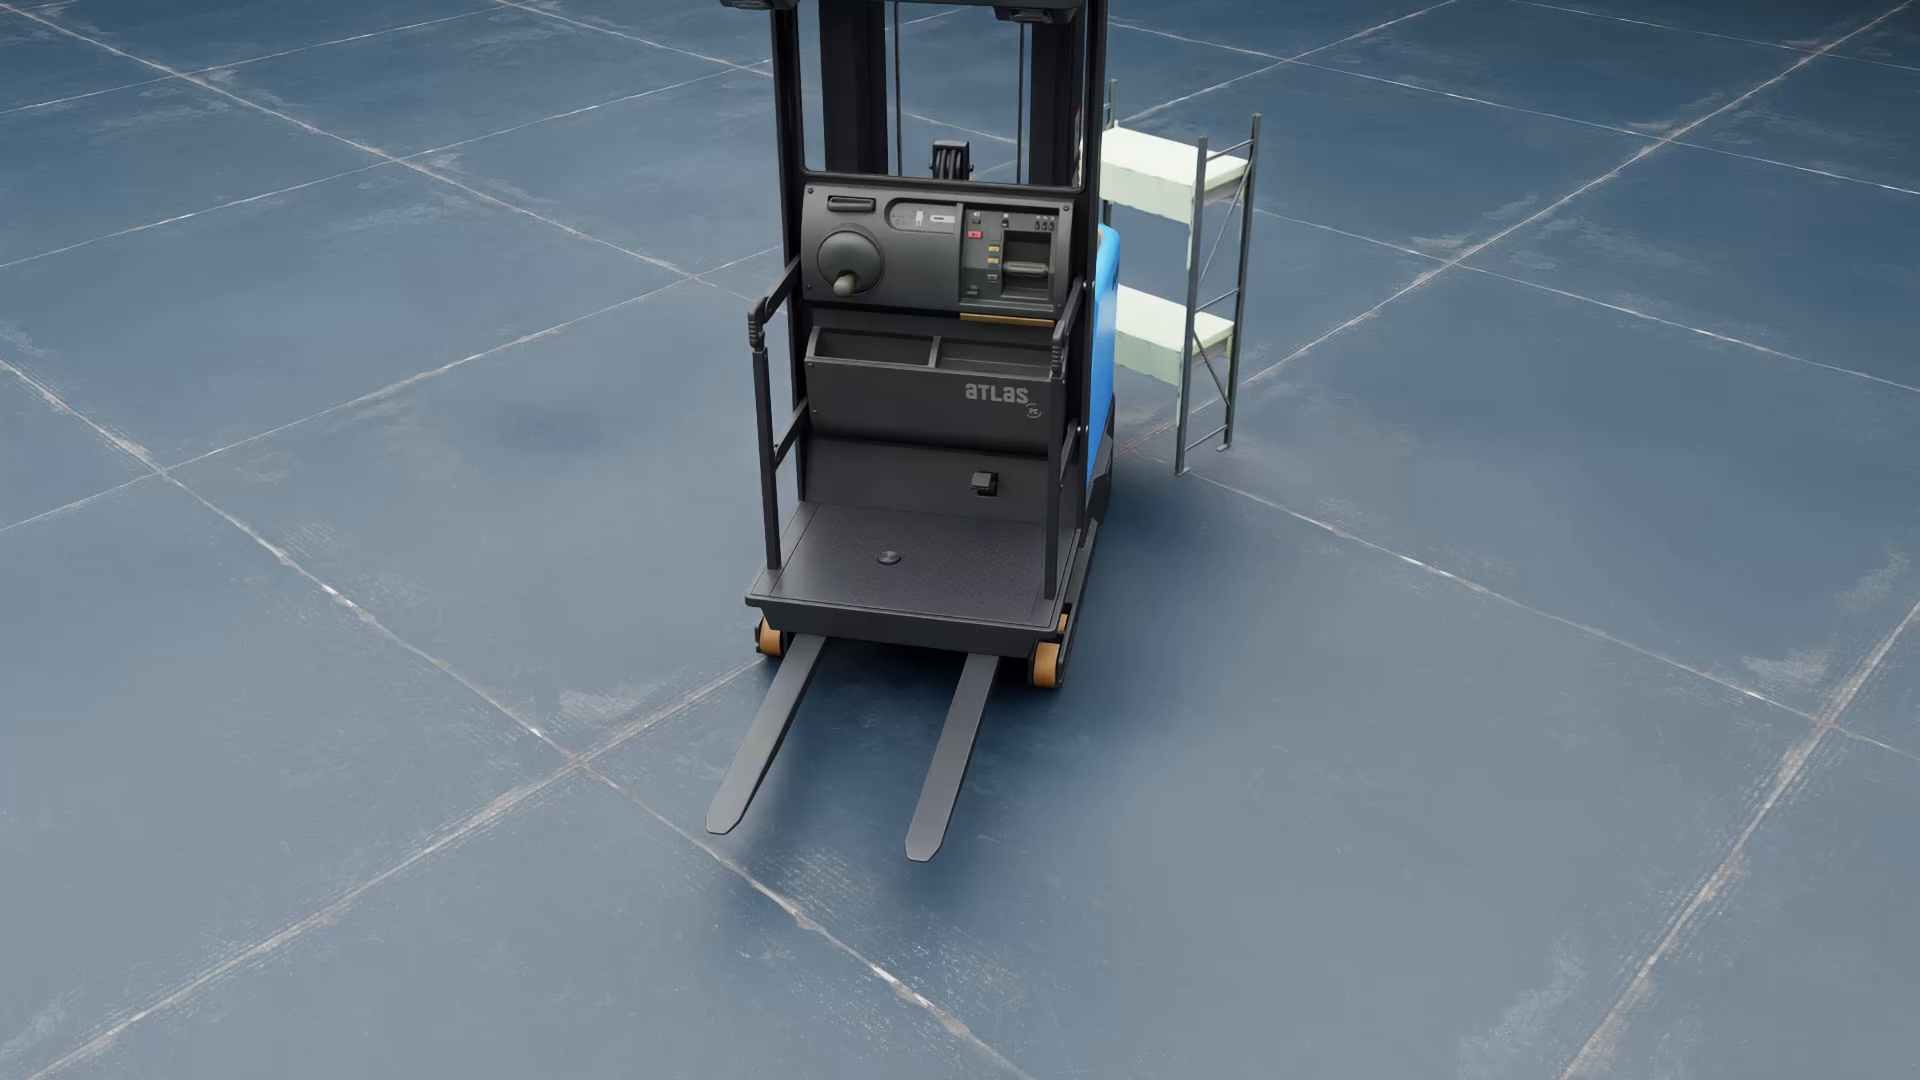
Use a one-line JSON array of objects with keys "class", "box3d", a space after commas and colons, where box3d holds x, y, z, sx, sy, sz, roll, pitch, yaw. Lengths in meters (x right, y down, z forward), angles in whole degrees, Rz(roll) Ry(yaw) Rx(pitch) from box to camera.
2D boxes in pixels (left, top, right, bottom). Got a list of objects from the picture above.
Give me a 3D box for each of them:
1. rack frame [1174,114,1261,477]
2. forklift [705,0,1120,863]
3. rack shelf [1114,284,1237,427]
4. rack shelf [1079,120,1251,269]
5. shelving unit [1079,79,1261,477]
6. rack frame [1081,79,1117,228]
[{"class": "rack frame", "box3d": [1.070, -0.993, 6.943, 0.023, 1.500, 0.400, 25, 40, 35]}, {"class": "forklift", "box3d": [-0.123, -0.939, 5.468, 1.130, 2.935, 3.031, 6, 32, 10]}, {"class": "rack shelf", "box3d": [0.802, -0.842, 7.324, 0.720, 0.370, 0.431, 25, 40, 35]}, {"class": "rack shelf", "box3d": [0.799, -1.454, 6.952, 0.720, 0.370, 0.431, 25, 40, 35]}, {"class": "shelving unit", "box3d": [0.801, -1.121, 7.155, 0.755, 1.500, 0.431, 25, 40, 35]}, {"class": "rack frame", "box3d": [0.531, -1.249, 7.367, 0.023, 1.500, 0.400, 25, 40, 35]}]
